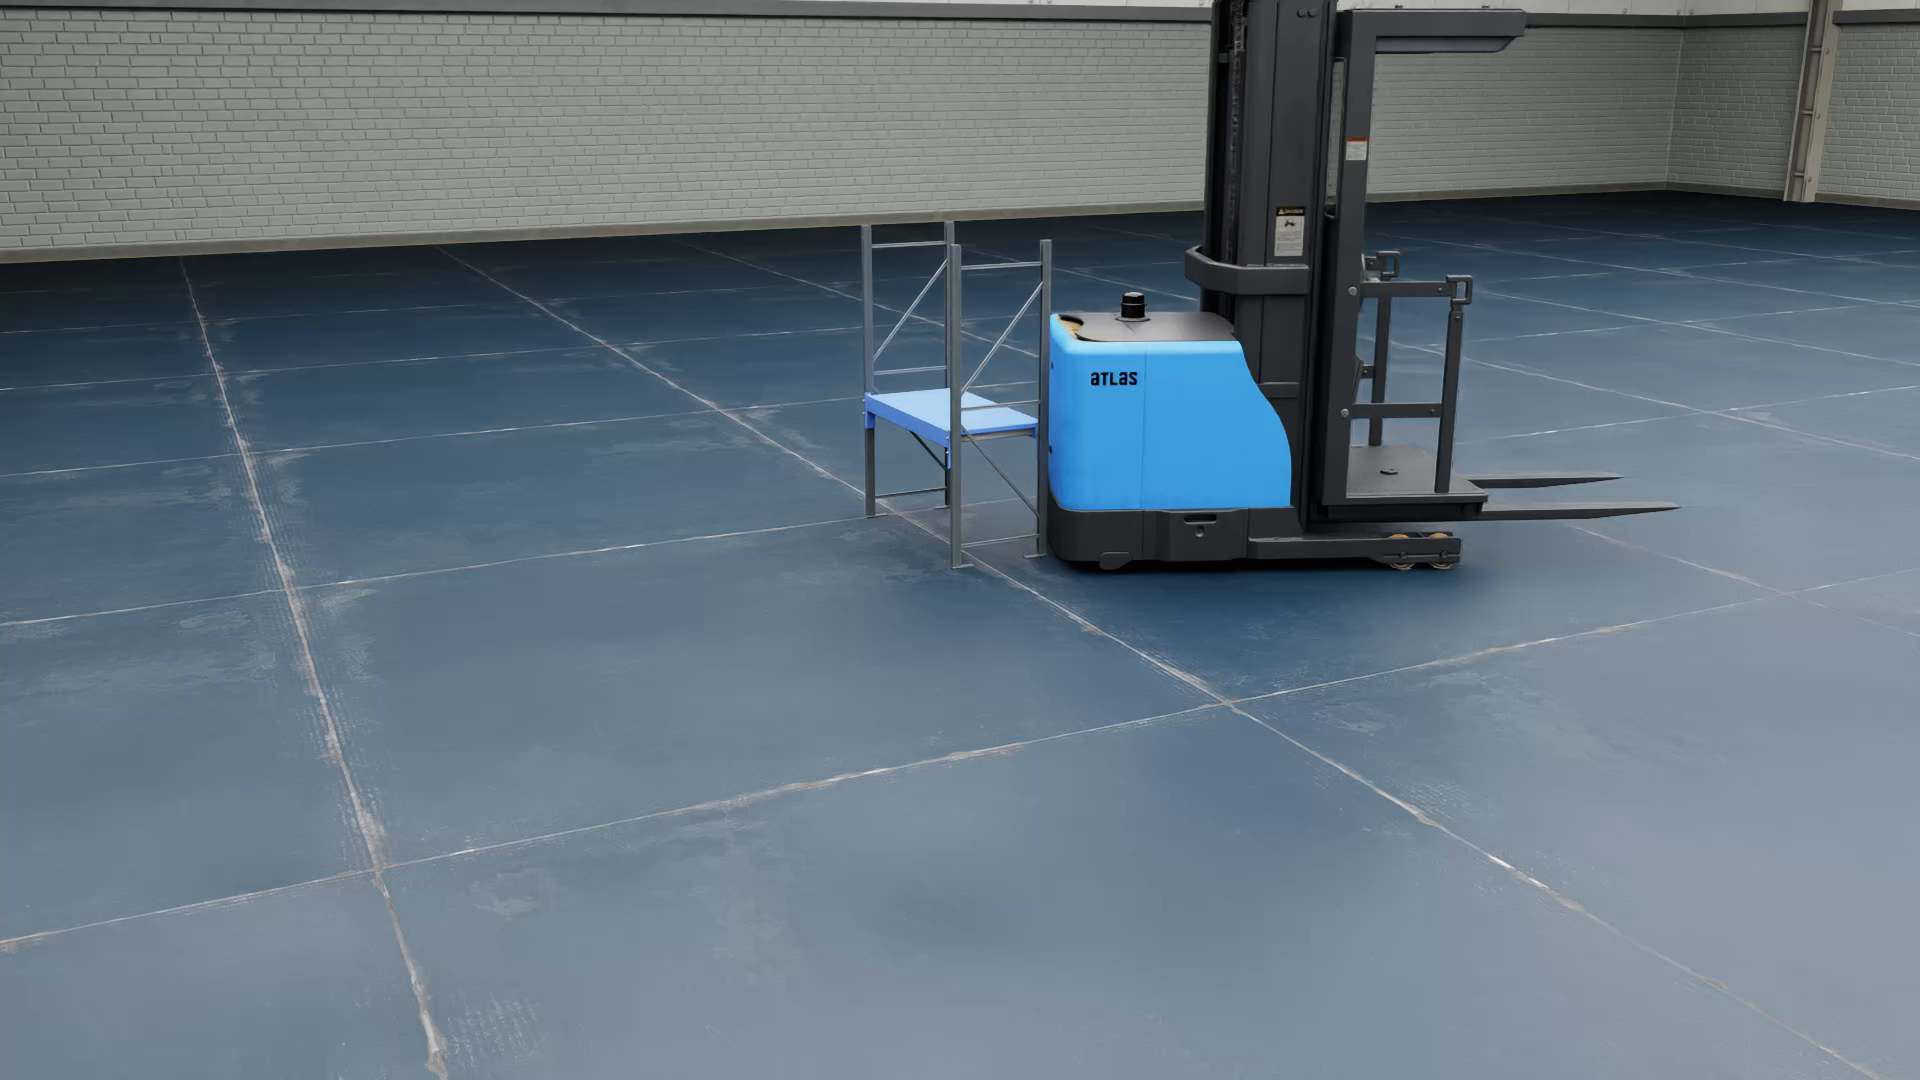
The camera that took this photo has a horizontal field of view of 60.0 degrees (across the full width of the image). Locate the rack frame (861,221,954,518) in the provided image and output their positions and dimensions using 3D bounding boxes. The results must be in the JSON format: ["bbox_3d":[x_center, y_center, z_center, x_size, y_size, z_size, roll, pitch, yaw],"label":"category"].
[{"bbox_3d":[-0.260,-0.868,8.557,0.500,1.500,0.032,-8,18,-25],"label":"rack frame"}]

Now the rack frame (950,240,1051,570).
[{"bbox_3d":[0.185,-0.616,7.678,0.500,1.500,0.032,-8,18,-25],"label":"rack frame"}]

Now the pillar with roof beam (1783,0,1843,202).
[{"bbox_3d":[10.487,-9.602,25.395,9.100,9.000,0.400,-8,18,-25],"label":"pillar with roof beam"}]

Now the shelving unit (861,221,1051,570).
[{"bbox_3d":[-0.037,-0.742,8.117,0.538,1.500,1.048,-8,18,-25],"label":"shelving unit"}]

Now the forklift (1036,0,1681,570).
[{"bbox_3d":[1.932,-1.413,7.861,3.031,2.935,1.130,-1,16,-4],"label":"forklift"}]

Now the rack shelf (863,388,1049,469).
[{"bbox_3d":[-0.037,-0.569,8.167,0.538,0.185,1.000,-8,18,-25],"label":"rack shelf"}]
